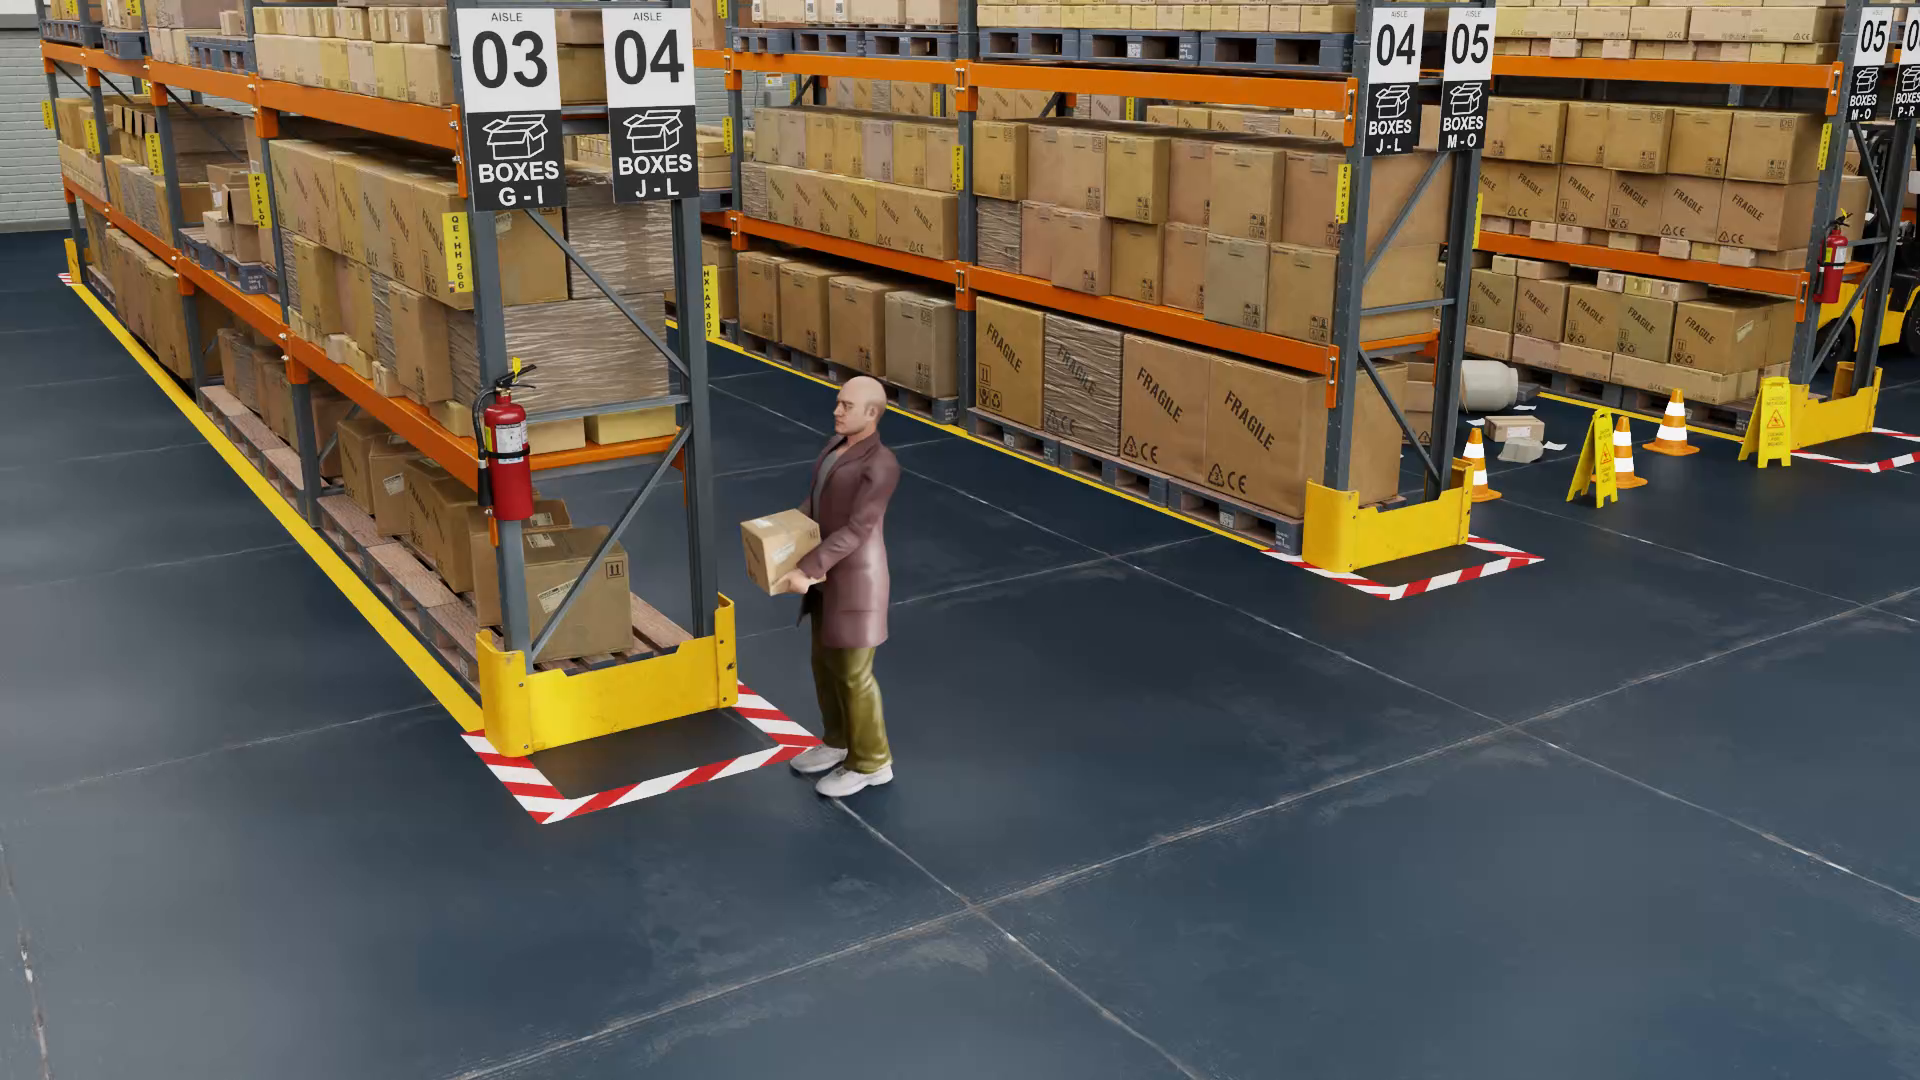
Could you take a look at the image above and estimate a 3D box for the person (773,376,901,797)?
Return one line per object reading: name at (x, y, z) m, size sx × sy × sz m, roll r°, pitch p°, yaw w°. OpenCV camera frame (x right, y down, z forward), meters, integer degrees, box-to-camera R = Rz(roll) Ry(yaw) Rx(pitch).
person at (-0.563, 0.199, 6.968) m, size 0.563 × 1.770 × 0.529 m, roll -9°, pitch 20°, yaw -26°
